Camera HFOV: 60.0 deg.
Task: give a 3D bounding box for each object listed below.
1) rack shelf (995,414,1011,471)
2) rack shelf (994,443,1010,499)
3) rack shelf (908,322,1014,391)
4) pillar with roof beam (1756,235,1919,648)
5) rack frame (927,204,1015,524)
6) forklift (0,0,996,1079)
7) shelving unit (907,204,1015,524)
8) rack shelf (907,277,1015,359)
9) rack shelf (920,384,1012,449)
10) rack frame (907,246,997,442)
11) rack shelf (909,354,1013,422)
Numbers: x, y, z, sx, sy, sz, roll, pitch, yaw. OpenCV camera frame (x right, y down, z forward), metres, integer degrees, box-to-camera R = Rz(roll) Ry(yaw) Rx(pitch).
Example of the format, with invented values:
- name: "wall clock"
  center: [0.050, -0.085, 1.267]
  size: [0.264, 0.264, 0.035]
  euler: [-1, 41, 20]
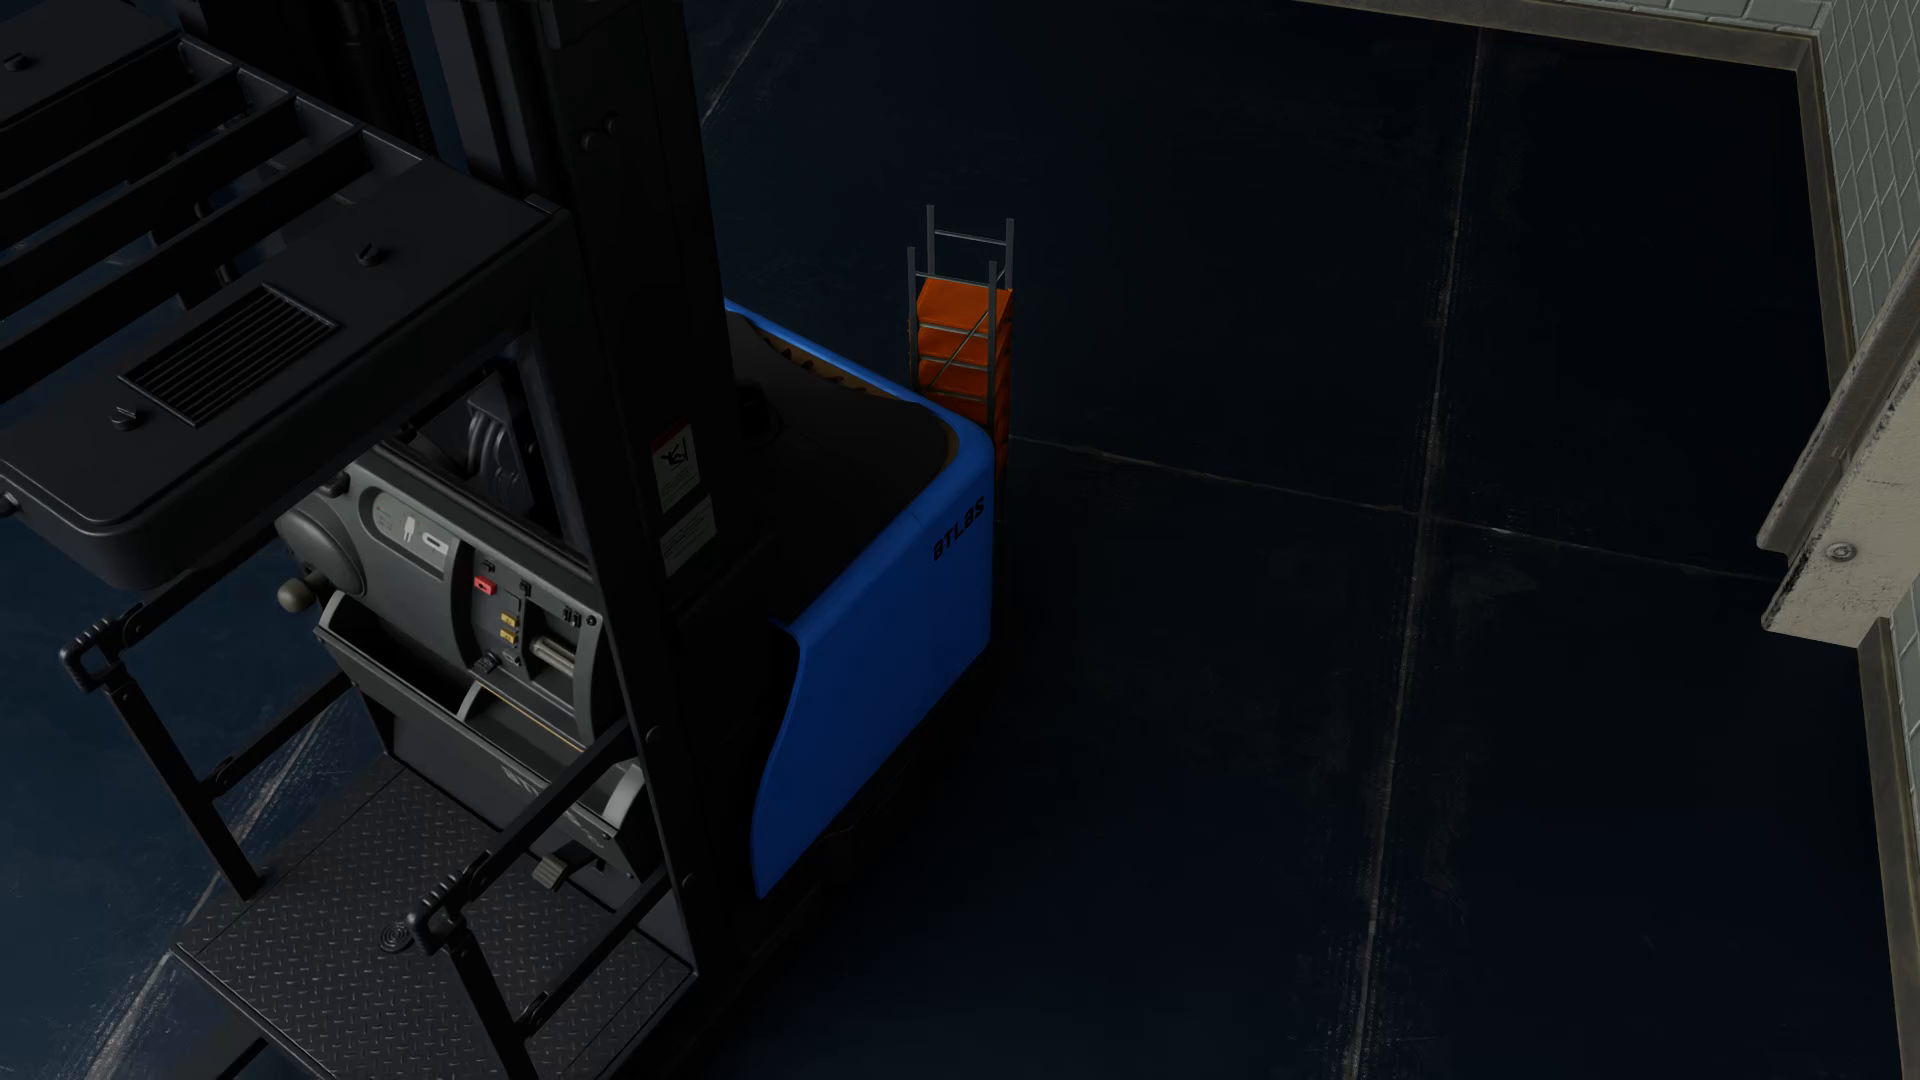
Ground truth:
- name: "rack shelf"
  center: [0.004, -0.299, 4.933]
  size: [0.258, 0.103, 0.180]
  euler: [12, 50, 10]
- name: "rack shelf"
  center: [0.004, -0.219, 5.023]
  size: [0.258, 0.103, 0.180]
  euler: [12, 50, 10]
- name: "rack shelf"
  center: [0.004, -0.537, 4.663]
  size: [0.258, 0.103, 0.180]
  euler: [12, 50, 10]
- name: "pillar with roof beam"
  center: [-1.534, -3.671, 2.488]
  size: [9.100, 9.000, 0.400]
  euler: [12, 50, 10]
- name: "rack frame"
  center: [0.028, -0.474, 4.868]
  size: [0.240, 1.200, 0.006]
  euler: [12, 50, 10]
- name: "forklift"
  center: [-1.164, 0.169, 3.146]
  size: [1.130, 2.935, 3.031]
  euler: [28, 54, 23]
- name: "shelving unit"
  center: [0.004, -0.407, 4.809]
  size: [0.258, 1.200, 0.189]
  euler: [12, 50, 10]
- name: "rack shelf"
  center: [0.004, -0.616, 4.573]
  size: [0.258, 0.103, 0.180]
  euler: [12, 50, 10]
- name: "rack shelf"
  center: [0.004, -0.378, 4.843]
  size: [0.258, 0.103, 0.180]
  euler: [12, 50, 10]
- name: "rack frame"
  center: [-0.020, -0.341, 4.751]
  size: [0.240, 1.200, 0.006]
  euler: [12, 50, 10]
- name: "rack shelf"
  center: [0.004, -0.457, 4.753]
  size: [0.258, 0.103, 0.180]
  euler: [12, 50, 10]
